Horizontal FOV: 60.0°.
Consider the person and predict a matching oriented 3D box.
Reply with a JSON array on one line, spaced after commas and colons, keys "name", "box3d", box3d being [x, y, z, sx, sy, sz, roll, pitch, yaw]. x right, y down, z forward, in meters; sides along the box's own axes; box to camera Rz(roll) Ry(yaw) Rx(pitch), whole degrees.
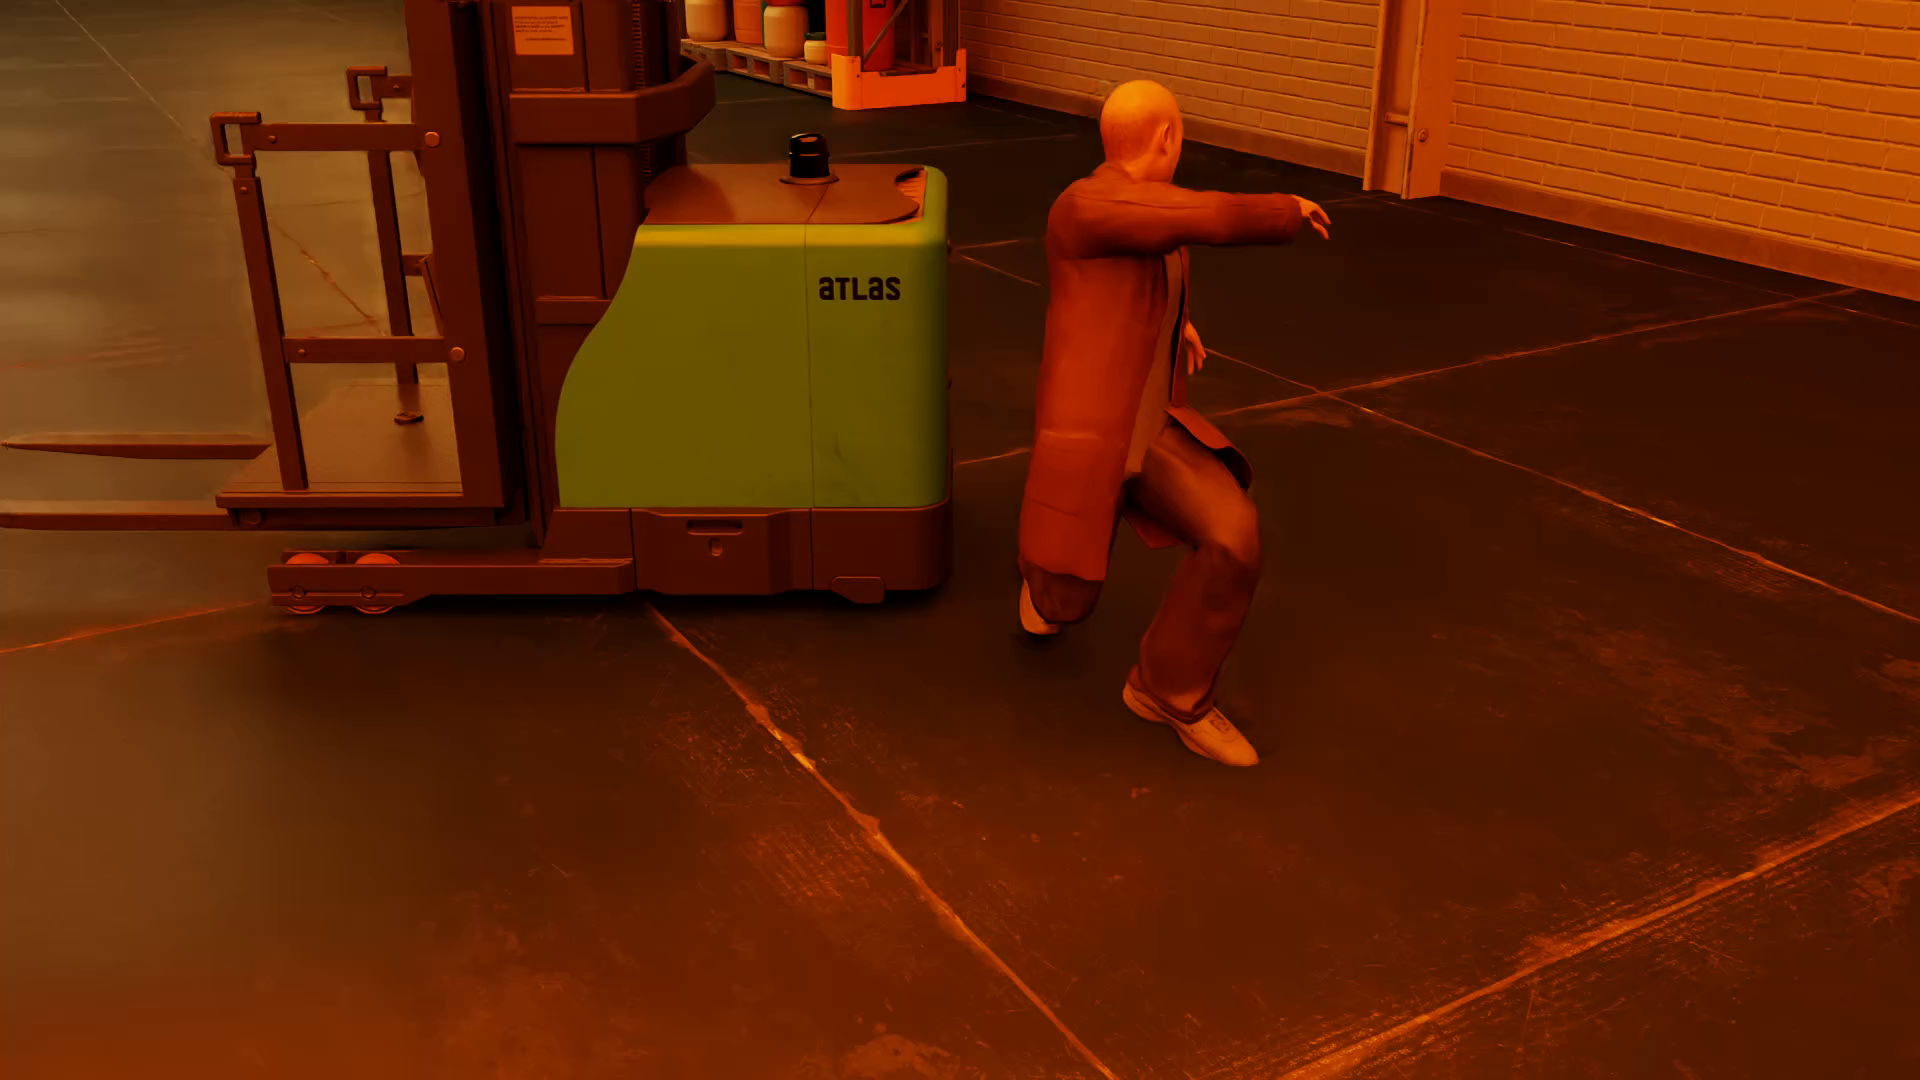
[{"name": "person", "box3d": [0.511, -0.342, 4.061, 0.862, 1.511, 1.042, -15, 27, -32]}]

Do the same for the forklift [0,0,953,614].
[{"name": "forklift", "box3d": [-1.541, -1.350, 4.563, 3.031, 2.935, 1.130, 0, 22, 0]}]
